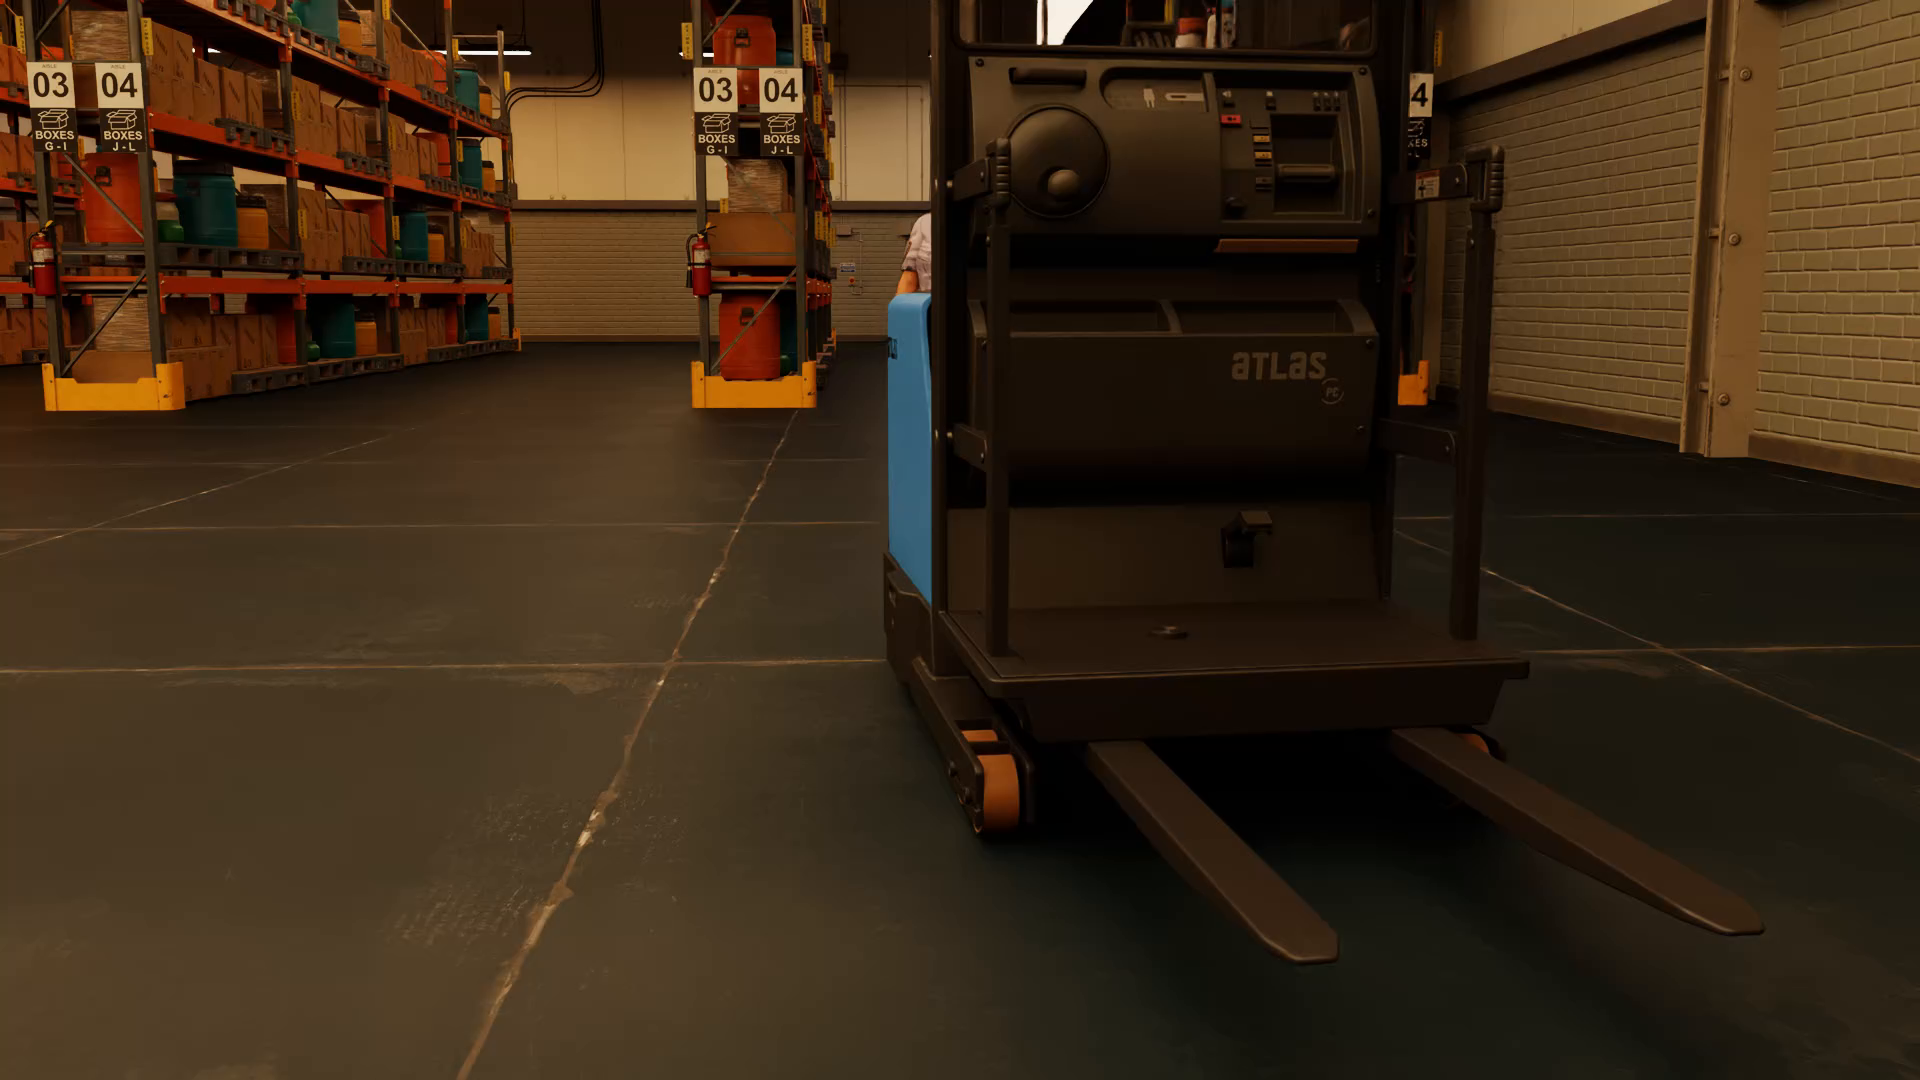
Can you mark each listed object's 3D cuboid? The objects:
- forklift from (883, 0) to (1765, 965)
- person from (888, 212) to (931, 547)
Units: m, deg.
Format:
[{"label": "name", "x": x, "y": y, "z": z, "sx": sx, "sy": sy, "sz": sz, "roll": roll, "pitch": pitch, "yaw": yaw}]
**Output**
[{"label": "forklift", "x": 0.518, "y": -0.915, "z": 3.489, "sx": 1.130, "sy": 2.935, "sz": 3.031, "roll": -1, "pitch": 9, "yaw": -9}, {"label": "person", "x": -0.017, "y": -0.810, "z": 7.098, "sx": 0.598, "sy": 1.651, "sz": 0.503, "roll": -1, "pitch": 8, "yaw": -4}]
